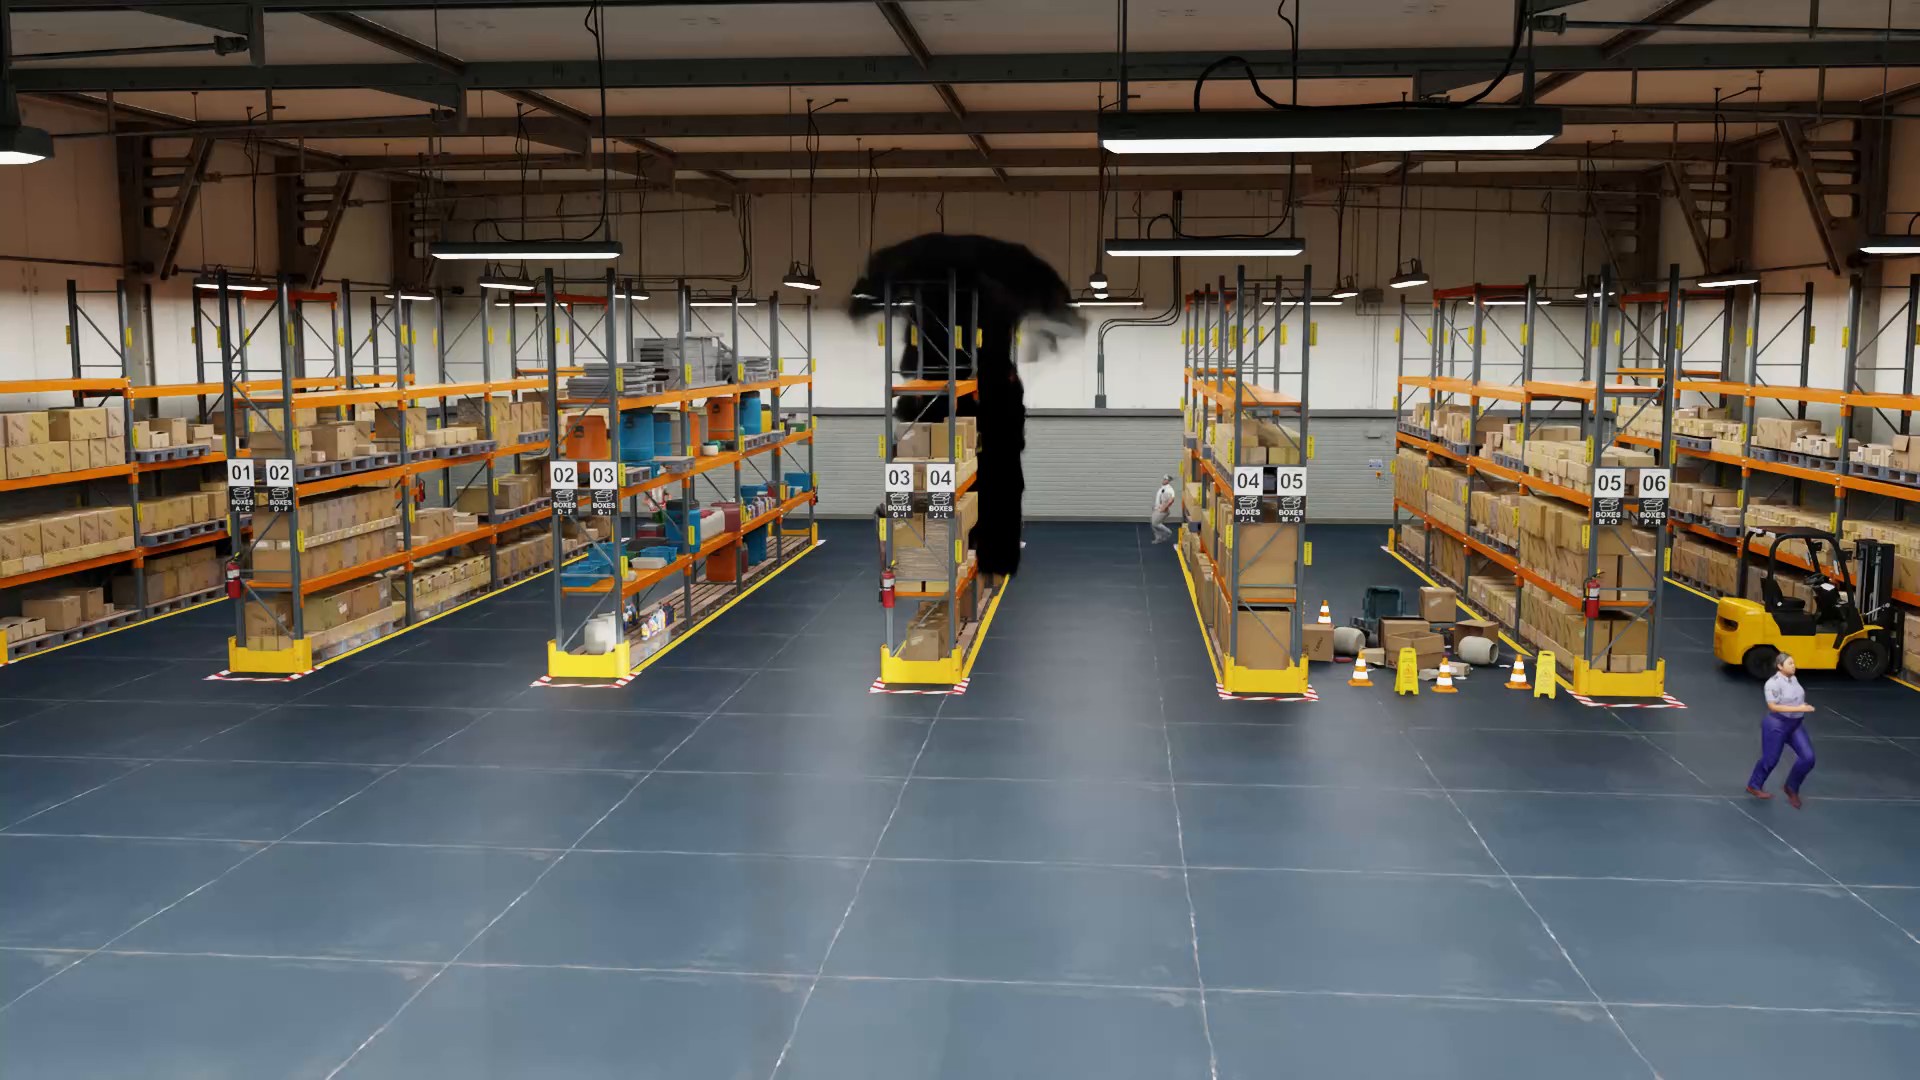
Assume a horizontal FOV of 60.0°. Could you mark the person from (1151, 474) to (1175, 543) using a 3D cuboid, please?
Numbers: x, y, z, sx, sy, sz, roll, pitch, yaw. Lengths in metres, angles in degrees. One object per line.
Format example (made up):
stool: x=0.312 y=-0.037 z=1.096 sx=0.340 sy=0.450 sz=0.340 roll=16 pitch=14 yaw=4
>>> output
person: x=4.929 y=-0.760 z=40.516 sx=0.536 sy=1.734 sz=0.717 roll=-2 pitch=7 yaw=-13

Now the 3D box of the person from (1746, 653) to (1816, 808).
person: x=8.827 y=2.051 z=17.814 sx=0.576 sy=1.669 sz=0.708 roll=-3 pitch=8 yaw=-24

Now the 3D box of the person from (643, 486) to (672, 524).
person: x=-7.203 y=-0.679 z=39.678 sx=0.711 sy=1.767 sz=0.881 roll=-1 pitch=7 yaw=-12

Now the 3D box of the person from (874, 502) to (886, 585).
person: x=-1.383 y=-0.070 z=32.401 sx=0.644 sy=1.804 sz=0.769 roll=0 pitch=7 yaw=3
